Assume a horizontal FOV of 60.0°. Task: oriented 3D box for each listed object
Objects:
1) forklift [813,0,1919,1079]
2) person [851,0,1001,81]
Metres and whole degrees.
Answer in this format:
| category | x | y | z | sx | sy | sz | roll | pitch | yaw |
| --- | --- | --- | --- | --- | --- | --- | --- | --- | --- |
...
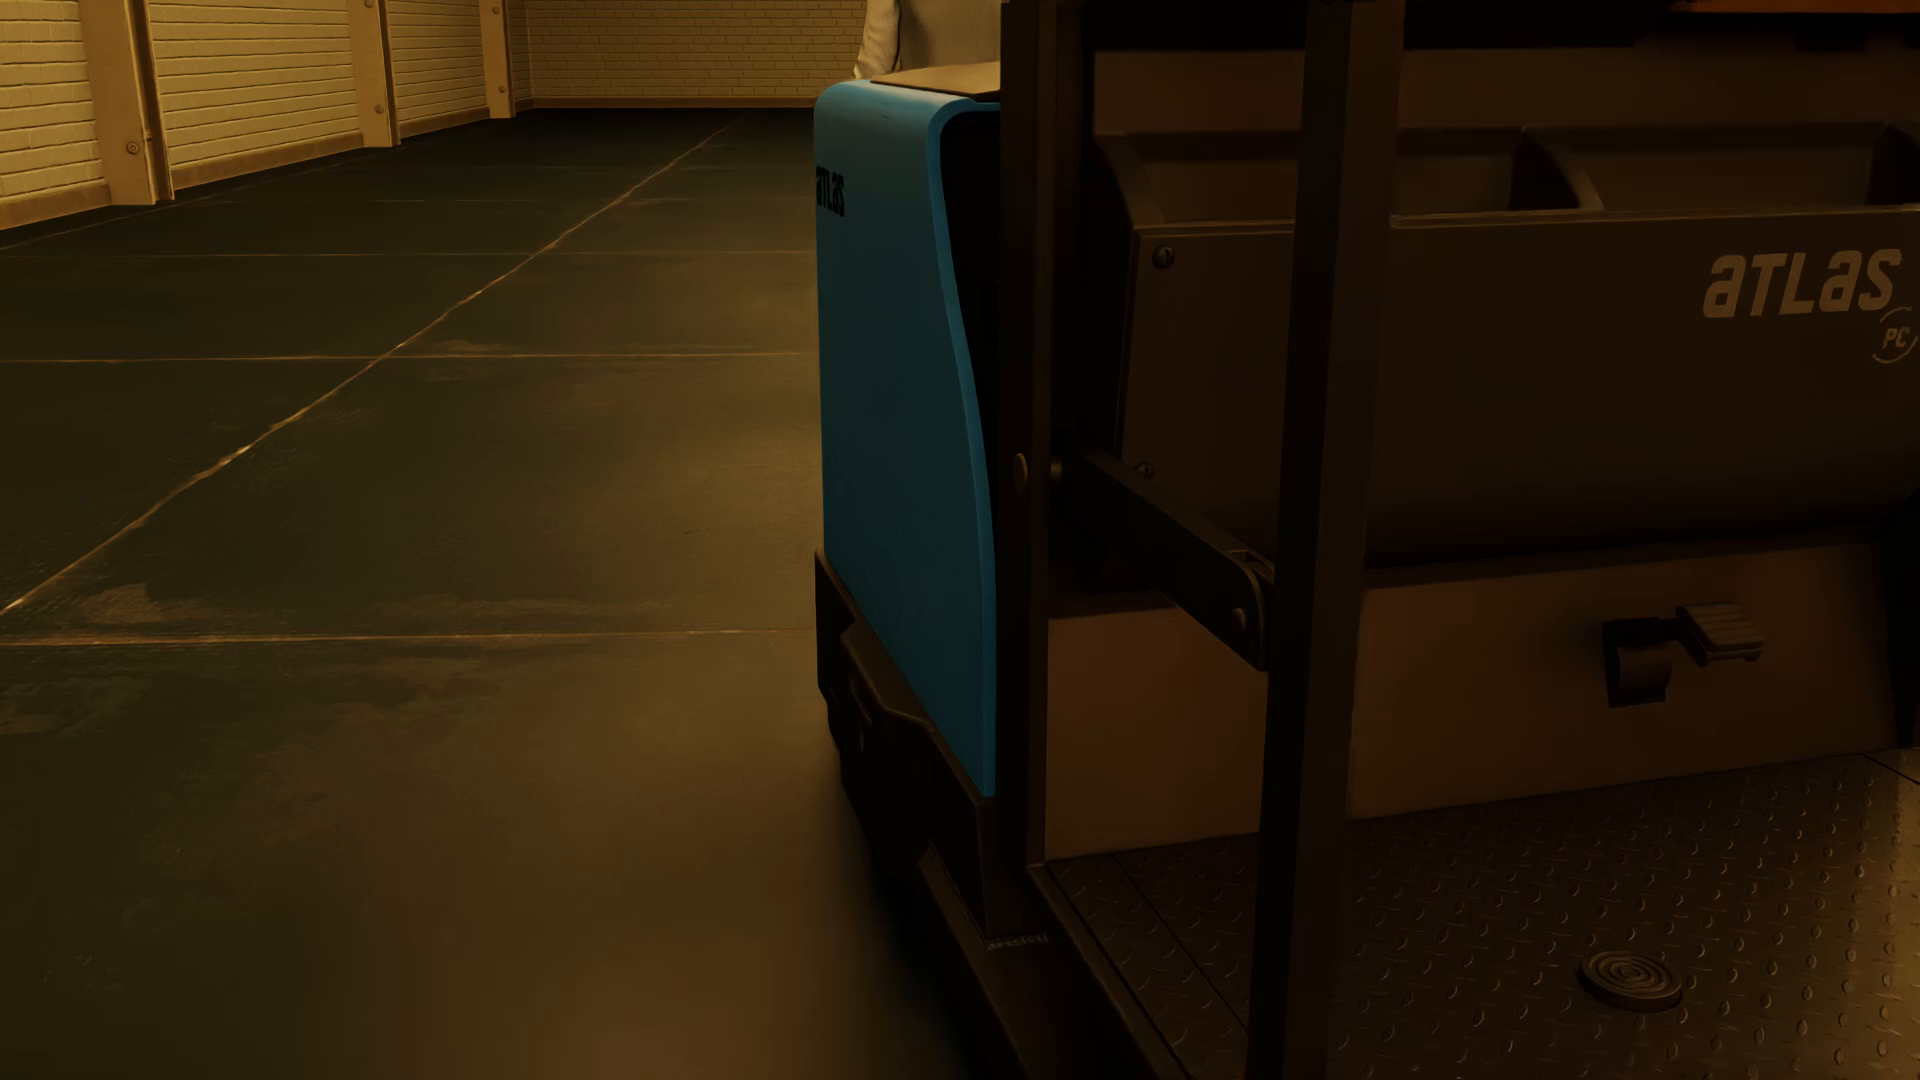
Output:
| category | x | y | z | sx | sy | sz | roll | pitch | yaw |
| --- | --- | --- | --- | --- | --- | --- | --- | --- | --- |
| forklift | 0.640 | -0.722 | 1.267 | 1.130 | 2.935 | 3.031 | -5 | 18 | -15 |
| person | 0.010 | -0.792 | 3.753 | 0.520 | 1.597 | 0.475 | -1 | 17 | -3 |
